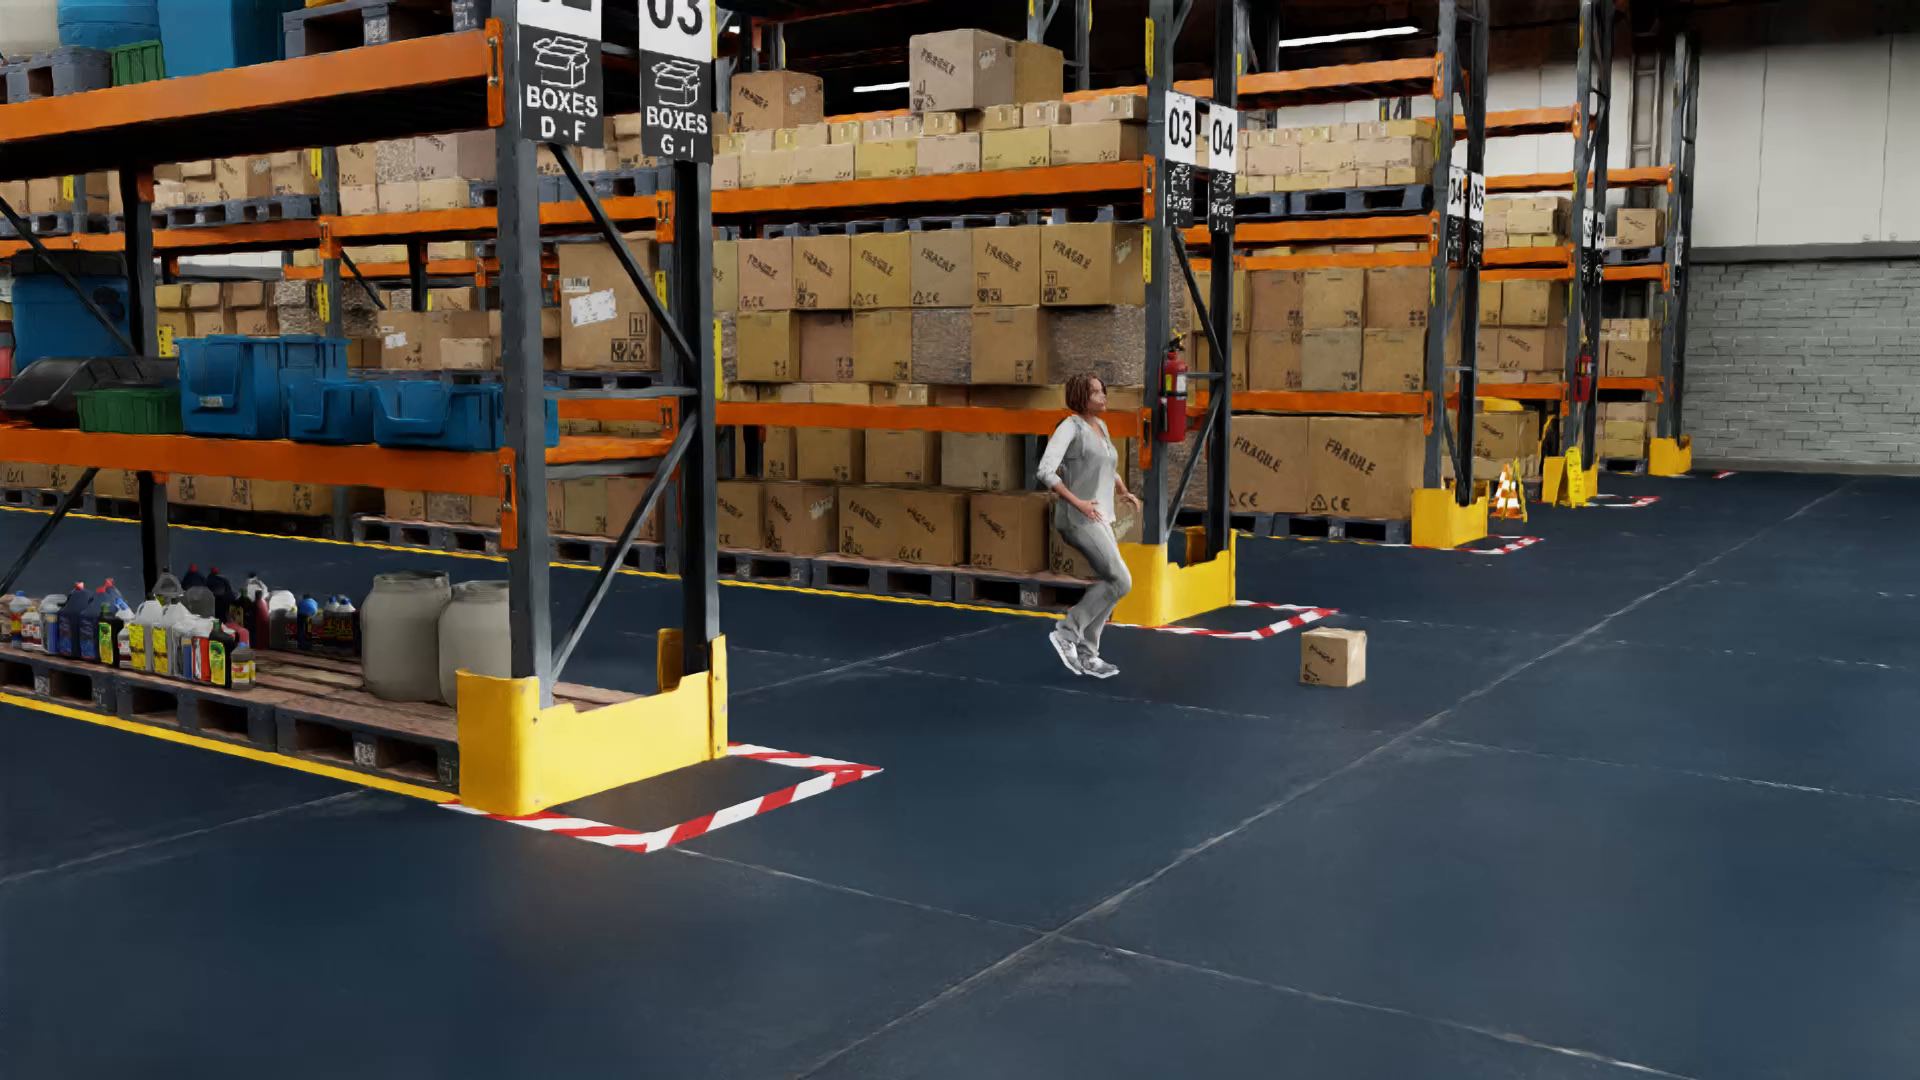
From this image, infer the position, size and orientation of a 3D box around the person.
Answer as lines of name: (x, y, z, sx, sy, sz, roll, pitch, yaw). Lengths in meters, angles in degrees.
person: (0.697, -0.077, 8.500, 0.457, 1.564, 0.599, 3, 7, 24)
